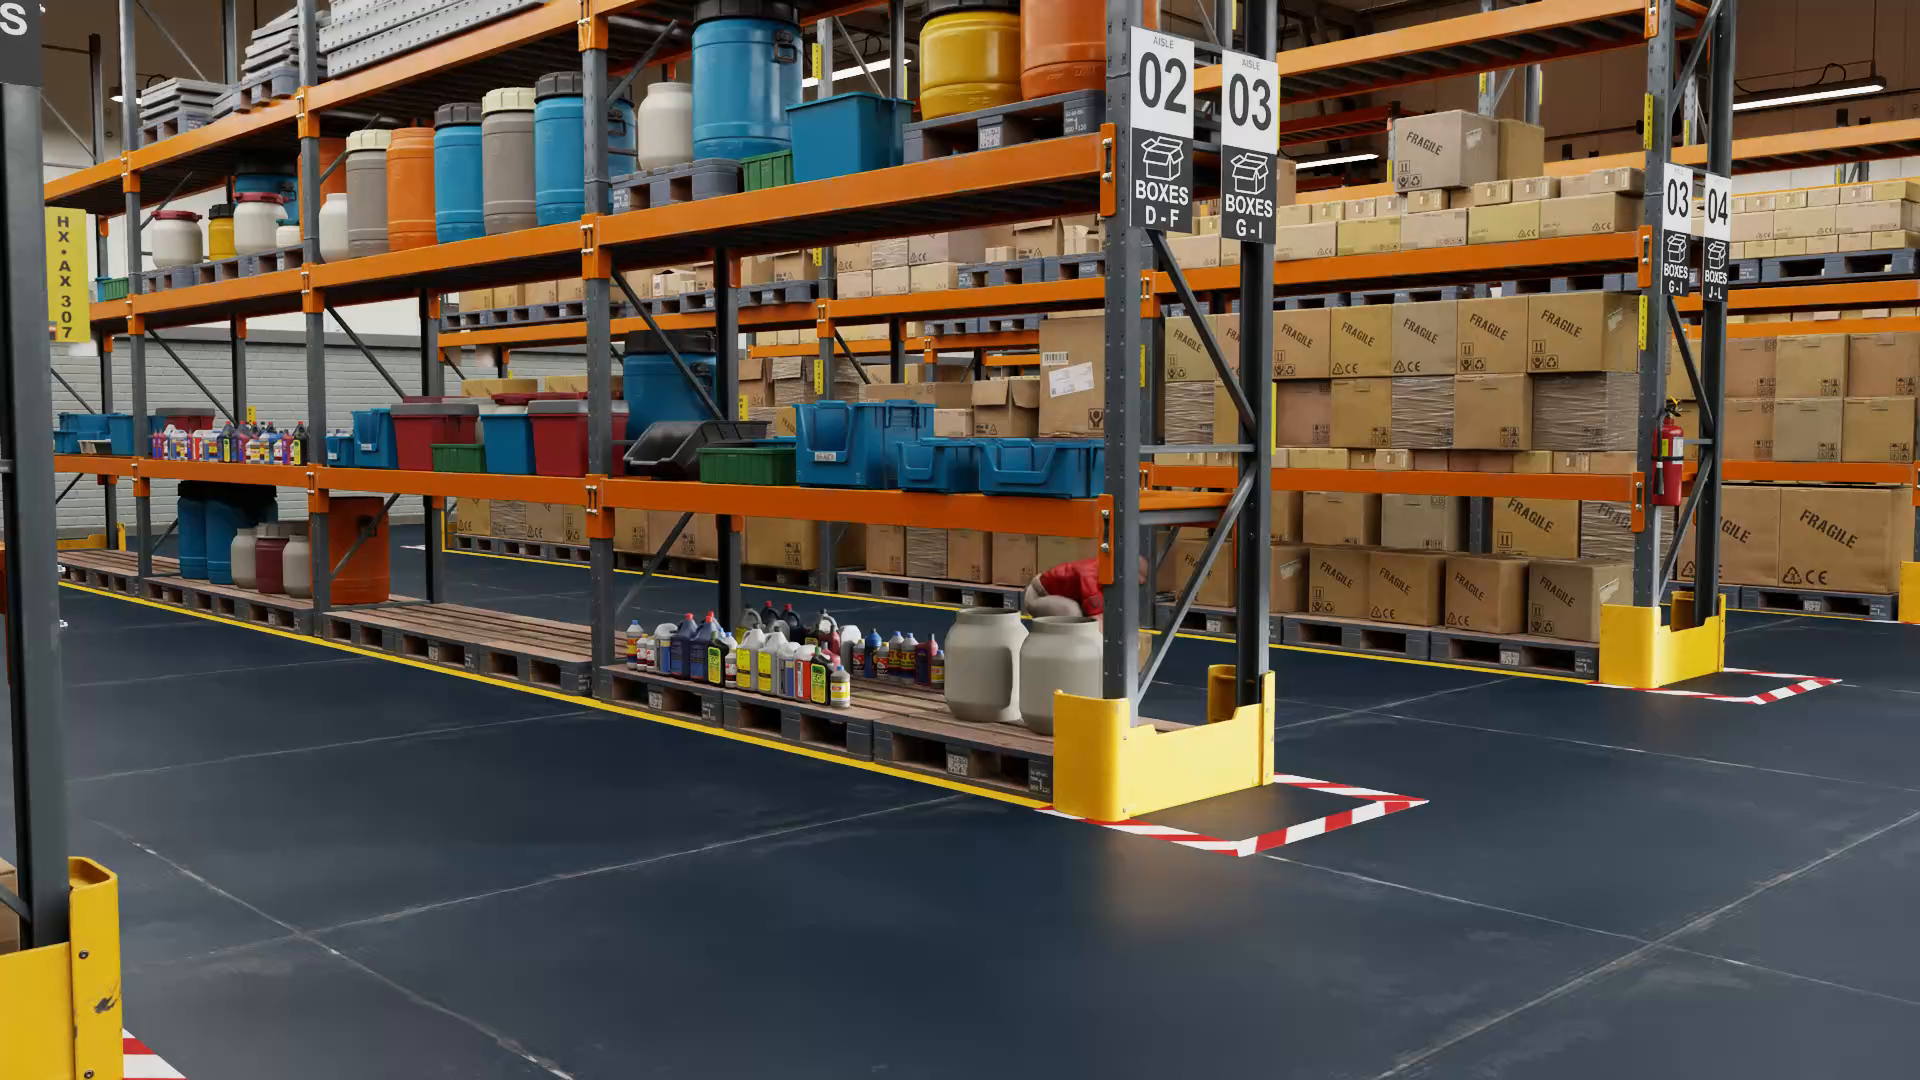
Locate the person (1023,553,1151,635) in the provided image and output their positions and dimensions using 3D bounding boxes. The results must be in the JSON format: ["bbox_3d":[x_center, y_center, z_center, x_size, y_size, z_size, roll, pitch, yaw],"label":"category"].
[{"bbox_3d":[0.859,0.479,11.118,0.935,0.785,0.520,4,5,45],"label":"person"}]
